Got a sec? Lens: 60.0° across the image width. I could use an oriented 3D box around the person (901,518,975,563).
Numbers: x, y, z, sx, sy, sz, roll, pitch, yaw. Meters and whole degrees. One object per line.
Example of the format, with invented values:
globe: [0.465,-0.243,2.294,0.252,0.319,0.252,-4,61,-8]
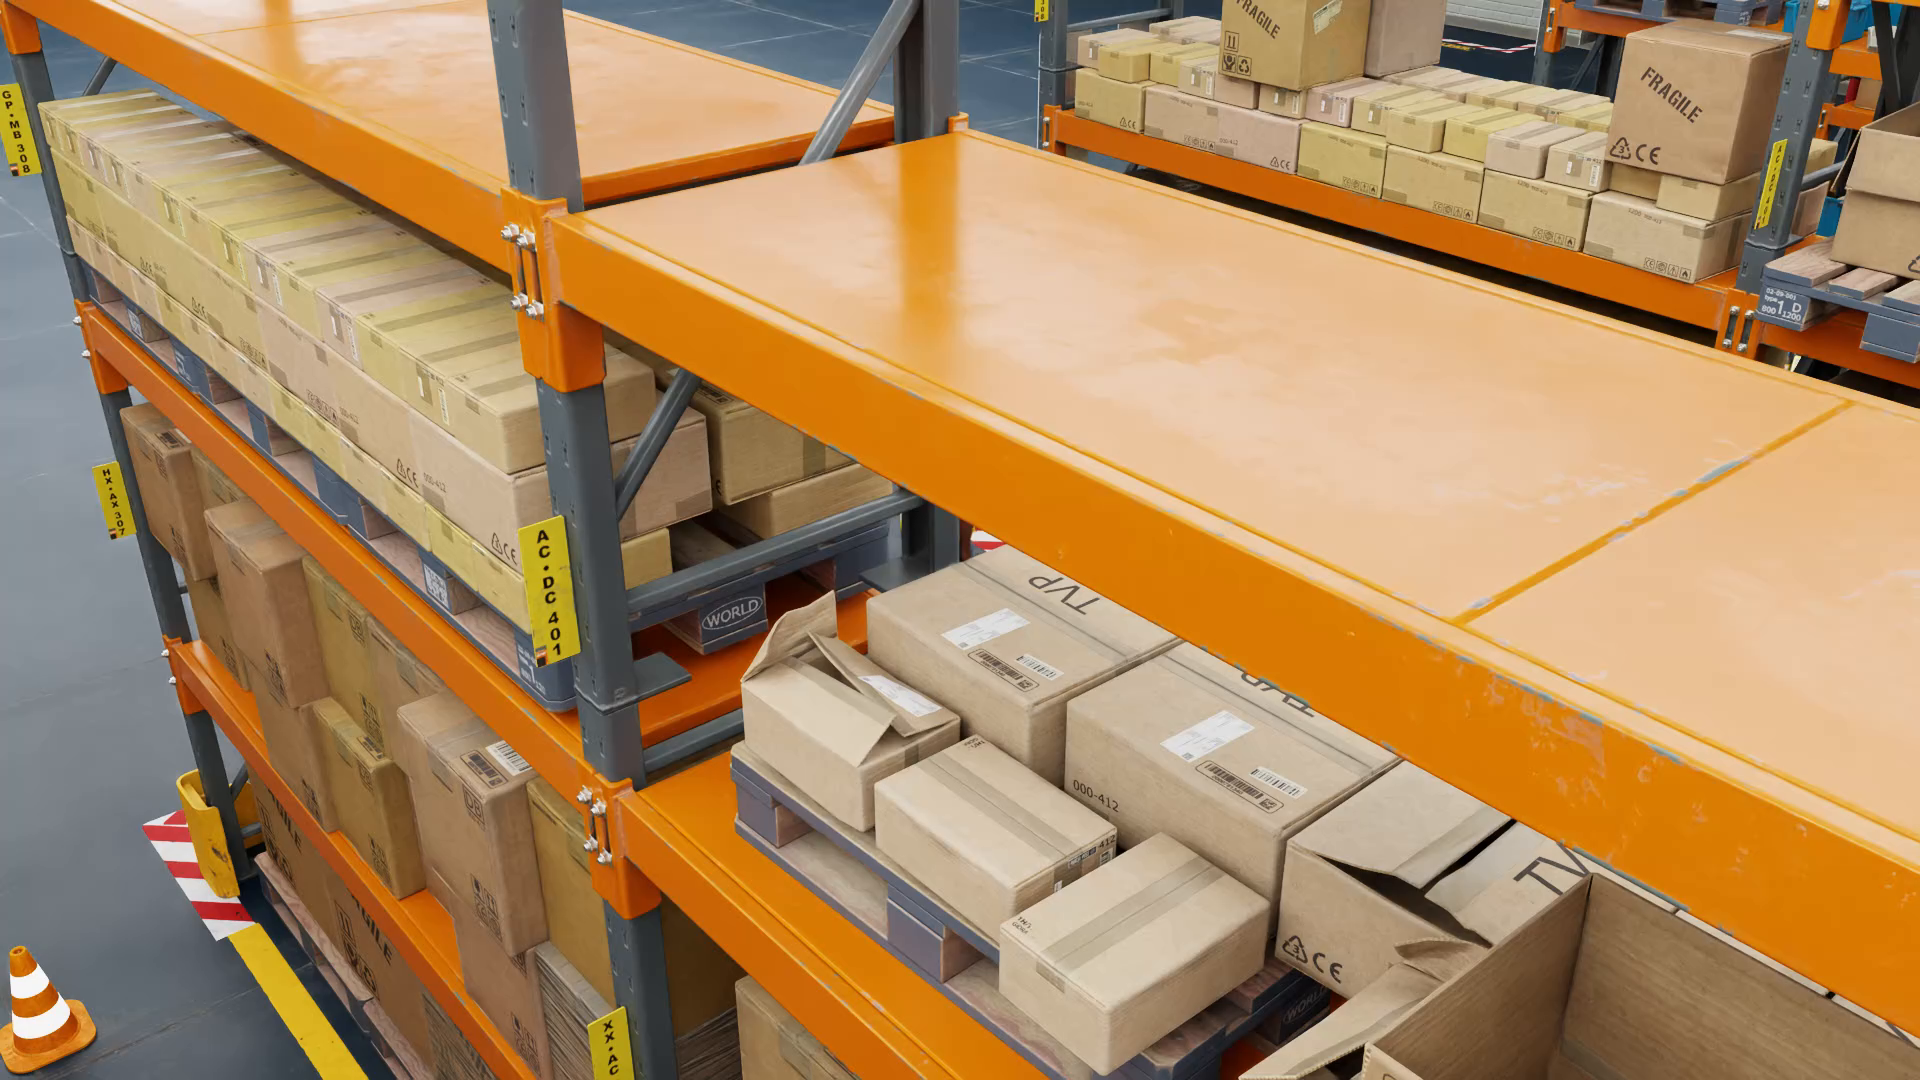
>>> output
person: [-0.093,-0.045,8.835,0.377,1.792,0.579,-21,35,-34]
